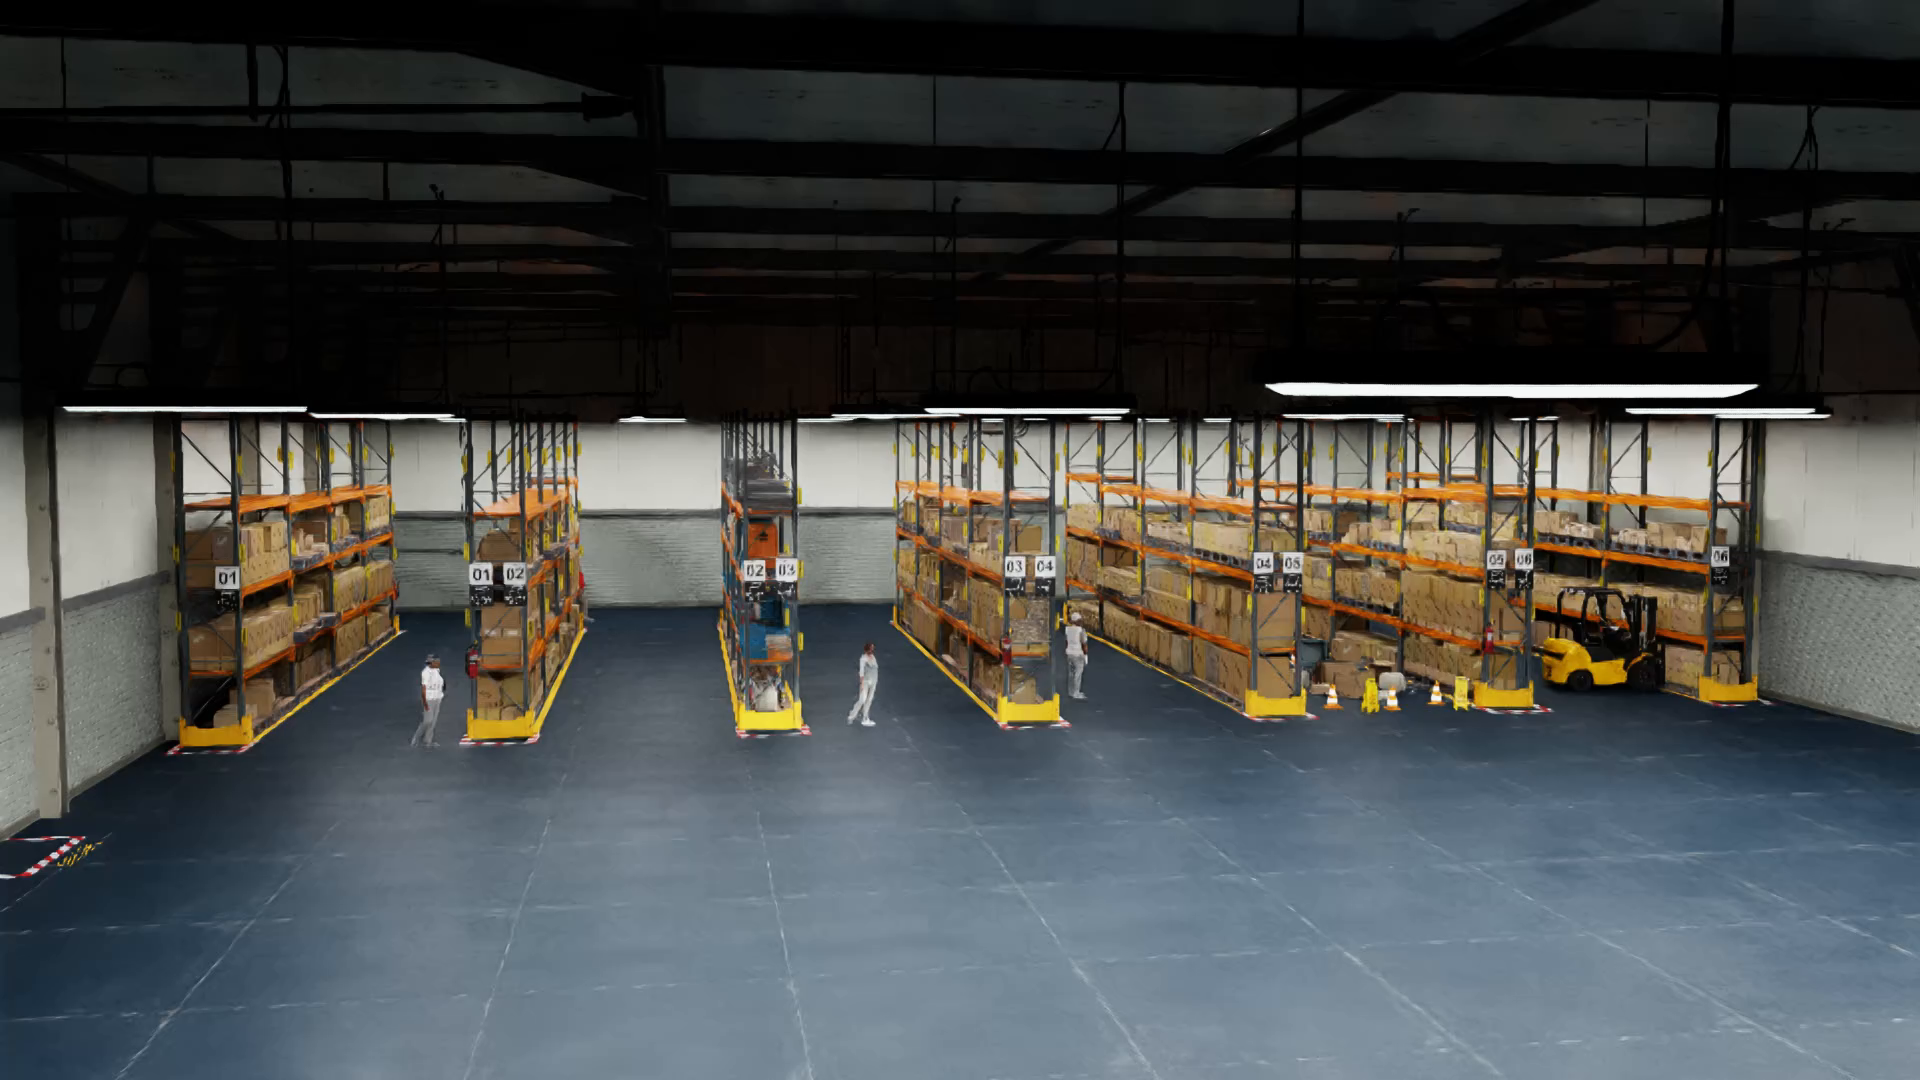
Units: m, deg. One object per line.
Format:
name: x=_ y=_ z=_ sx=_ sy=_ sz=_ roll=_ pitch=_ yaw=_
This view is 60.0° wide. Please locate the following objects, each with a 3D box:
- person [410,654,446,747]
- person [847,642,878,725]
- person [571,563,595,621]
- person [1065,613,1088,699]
person: x=-9.407 y=2.839 z=29.349 sx=0.458 sy=1.655 sz=0.627 roll=2 pitch=4 yaw=23
person: x=-1.859 y=2.726 z=31.585 sx=0.471 sy=1.588 sz=0.583 roll=3 pitch=5 yaw=36
person: x=-10.964 y=1.516 z=47.864 sx=0.584 sy=1.719 sz=0.772 roll=2 pitch=4 yaw=28
person: x=2.457 y=2.396 z=34.674 sx=0.457 sy=1.783 sz=0.618 roll=-3 pitch=5 yaw=-38
